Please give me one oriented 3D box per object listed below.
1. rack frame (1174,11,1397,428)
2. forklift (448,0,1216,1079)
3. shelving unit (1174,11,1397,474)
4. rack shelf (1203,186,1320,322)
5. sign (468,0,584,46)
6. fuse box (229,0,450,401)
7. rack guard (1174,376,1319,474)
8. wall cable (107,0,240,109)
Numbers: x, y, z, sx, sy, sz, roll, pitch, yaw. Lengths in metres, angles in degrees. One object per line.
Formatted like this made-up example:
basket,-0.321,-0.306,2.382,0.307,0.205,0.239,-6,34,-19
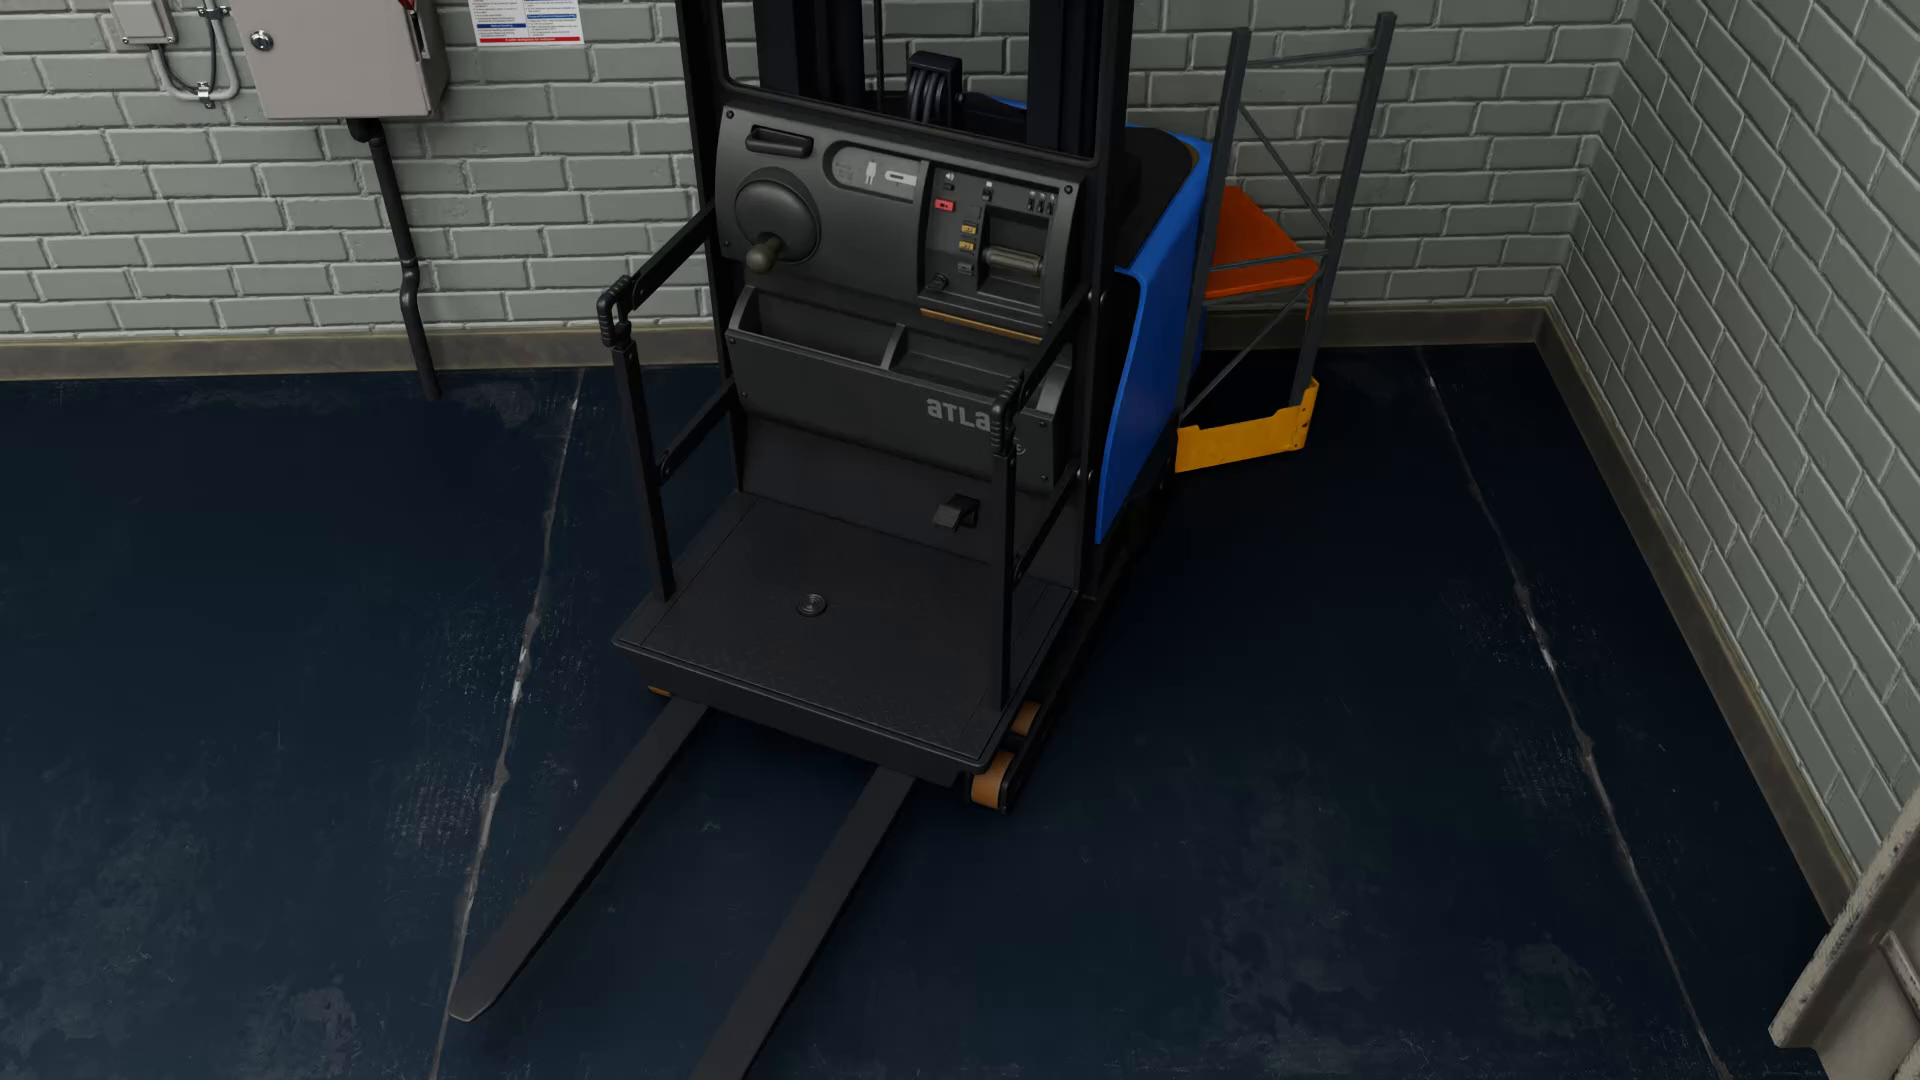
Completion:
rack frame,0.925,-0.839,5.008,0.500,1.500,0.032,-11,43,-18
forklift,-0.249,-0.694,3.838,1.130,2.935,3.031,16,45,17
shelving unit,0.739,-1.159,5.370,0.587,1.500,1.083,-11,43,-18
rack shelf,0.731,-1.016,5.479,0.538,0.185,1.000,-11,43,-18
sign,-1.324,-1.709,4.965,0.329,0.494,0.001,-2,43,-2
fuse box,-1.809,-1.115,5.200,0.539,1.711,0.414,-2,43,-2
rack guard,0.880,-0.374,5.424,0.587,0.250,0.087,-11,43,-18
wall cable,-2.497,-2.051,4.516,0.588,1.984,0.122,-2,43,-2
